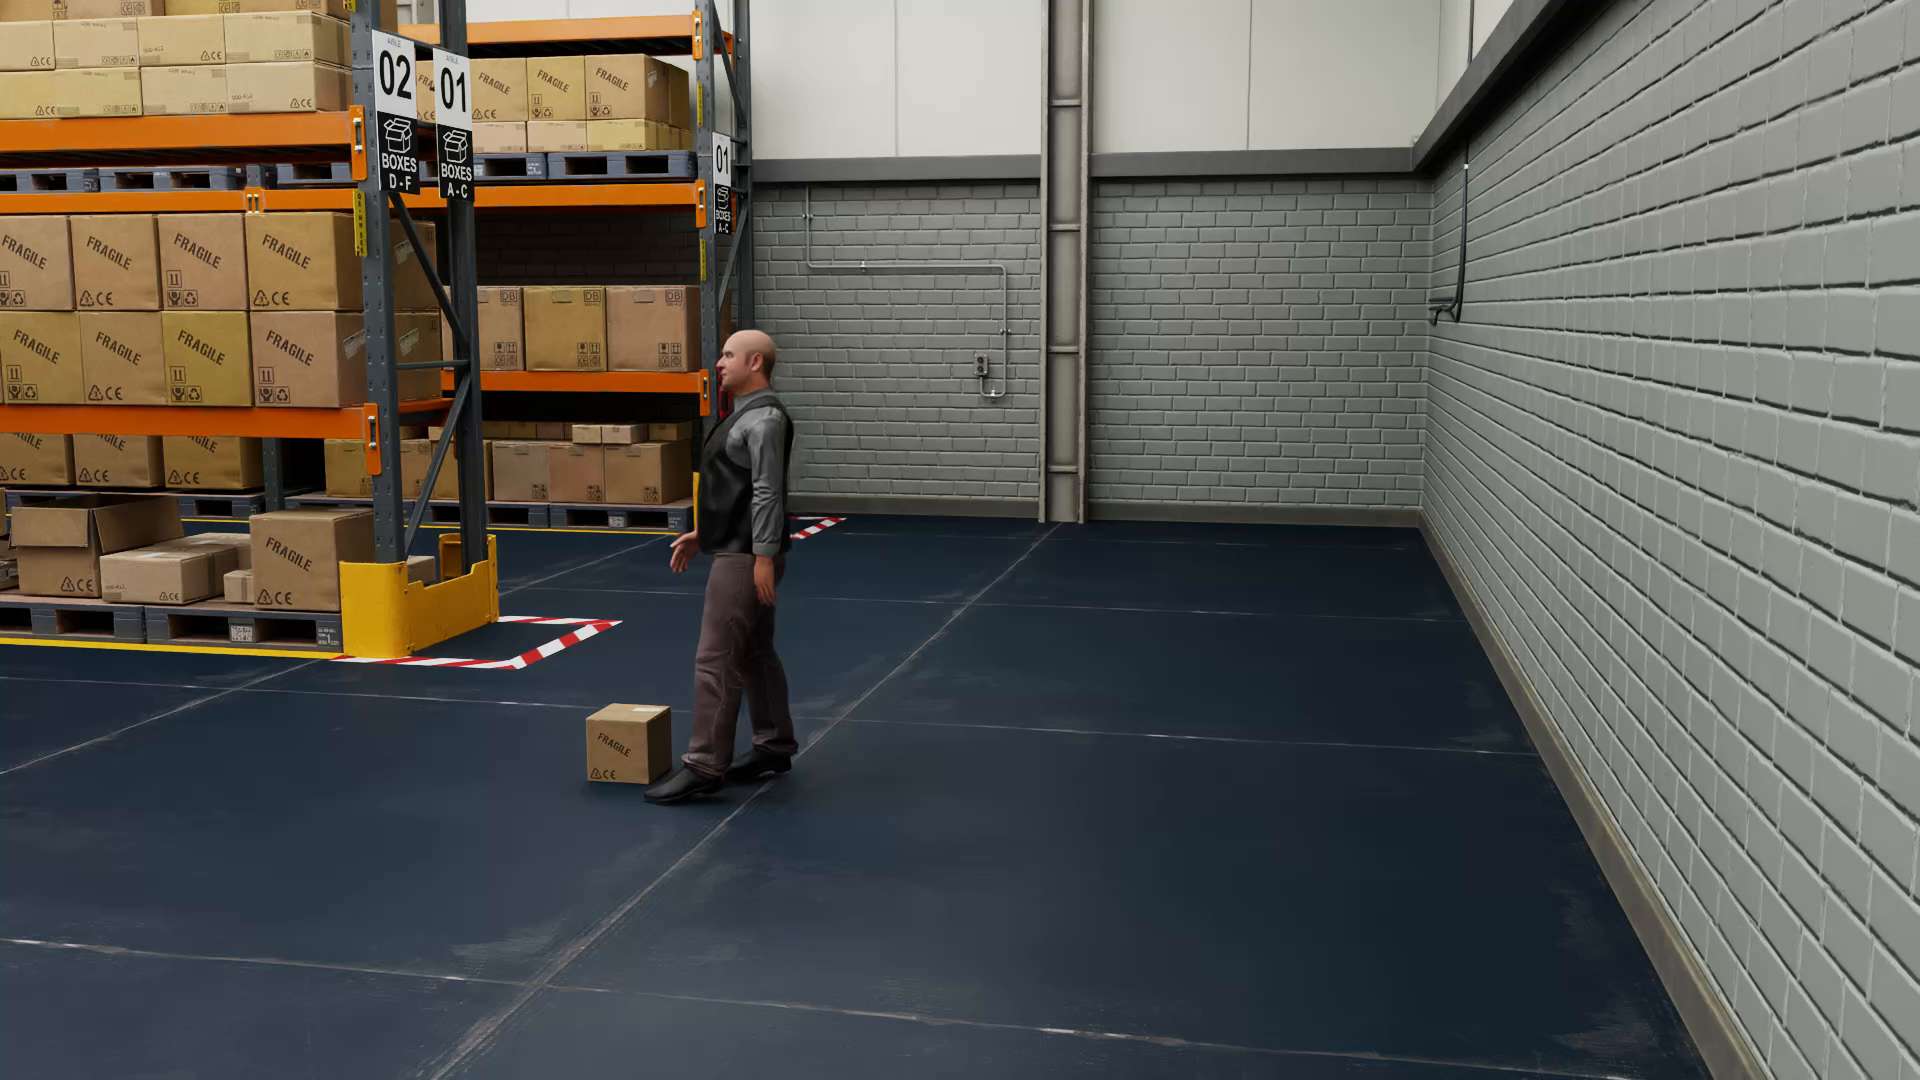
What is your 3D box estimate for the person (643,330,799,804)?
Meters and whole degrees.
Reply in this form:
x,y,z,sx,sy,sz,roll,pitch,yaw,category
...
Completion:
x,y,z,sx,sy,sz,roll,pitch,yaw,category
-0.911,0.081,6.278,0.602,1.734,0.546,-1,8,-10,person
